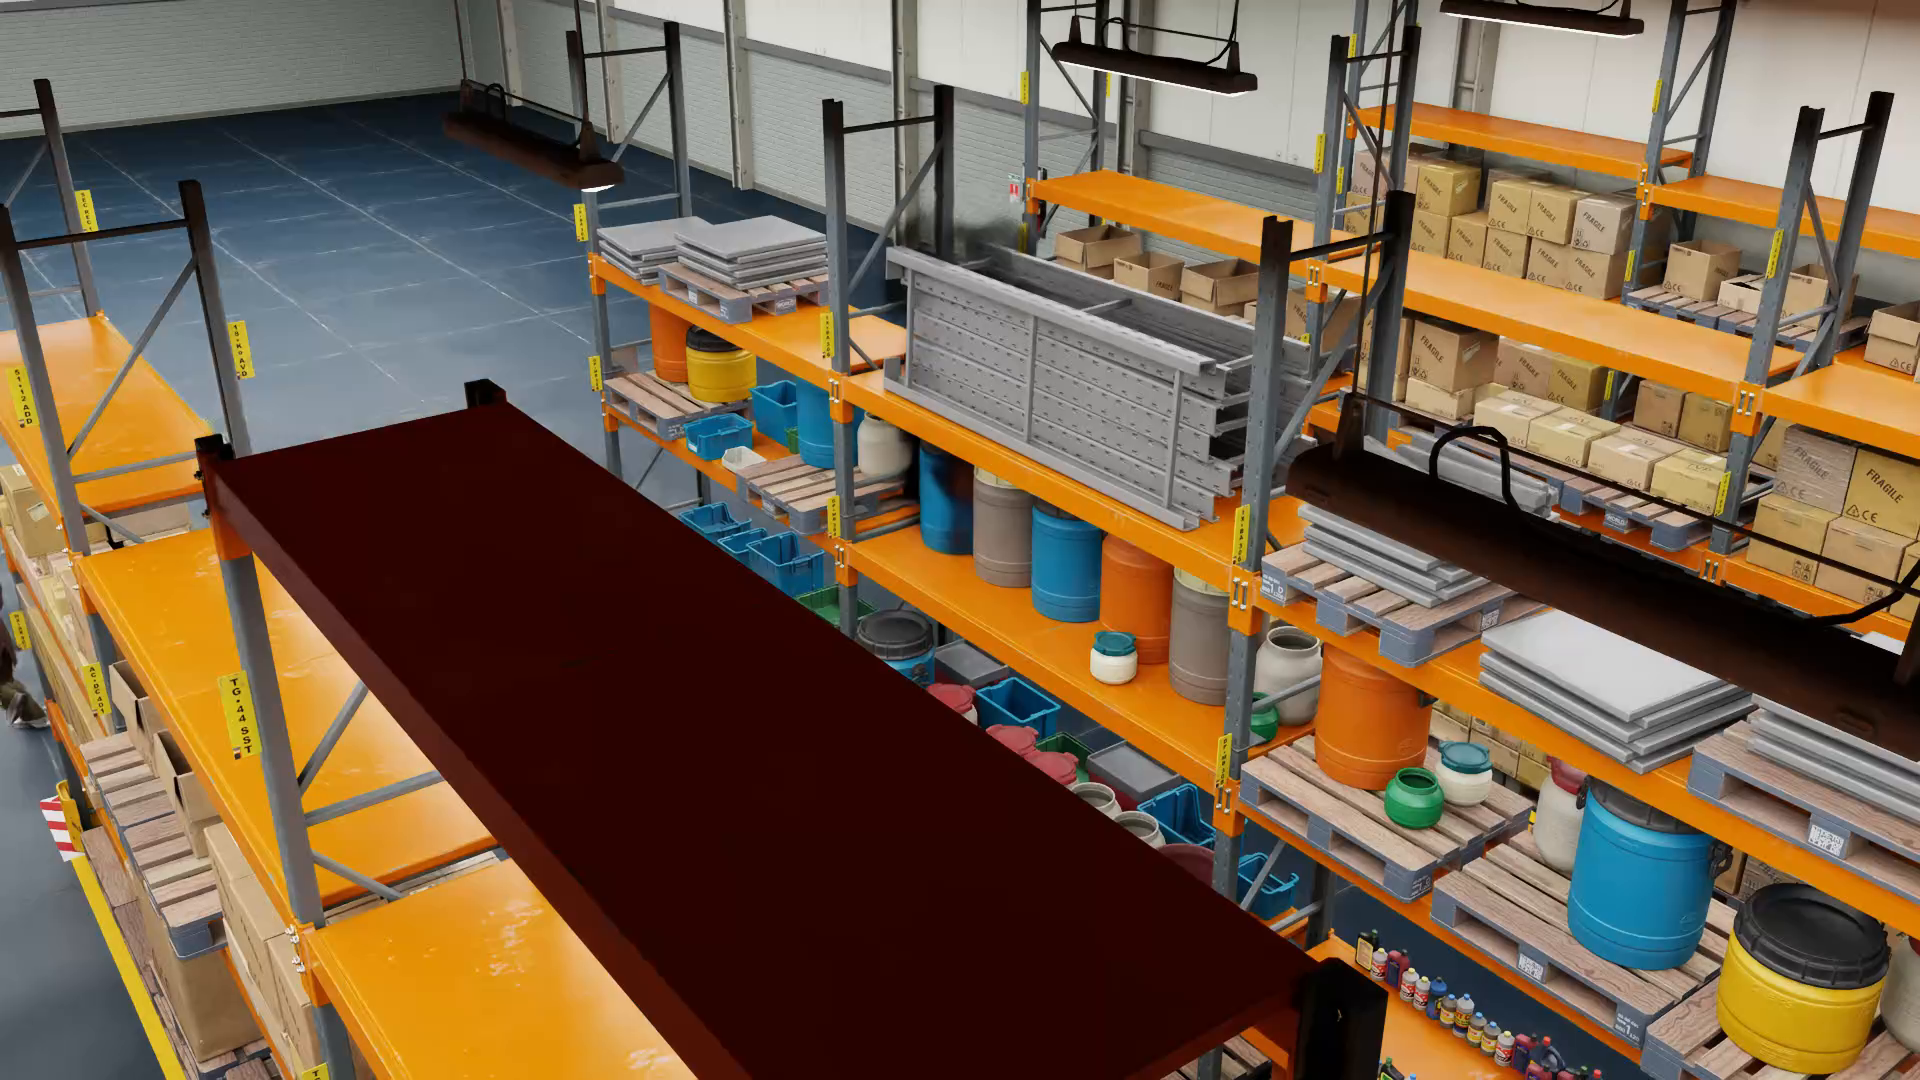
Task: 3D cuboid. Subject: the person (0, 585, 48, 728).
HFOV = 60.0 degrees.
[{"bbox_3d":[-8.740,0.954,14.859,0.759,1.739,0.747,2,25,5],"label":"person"}]
